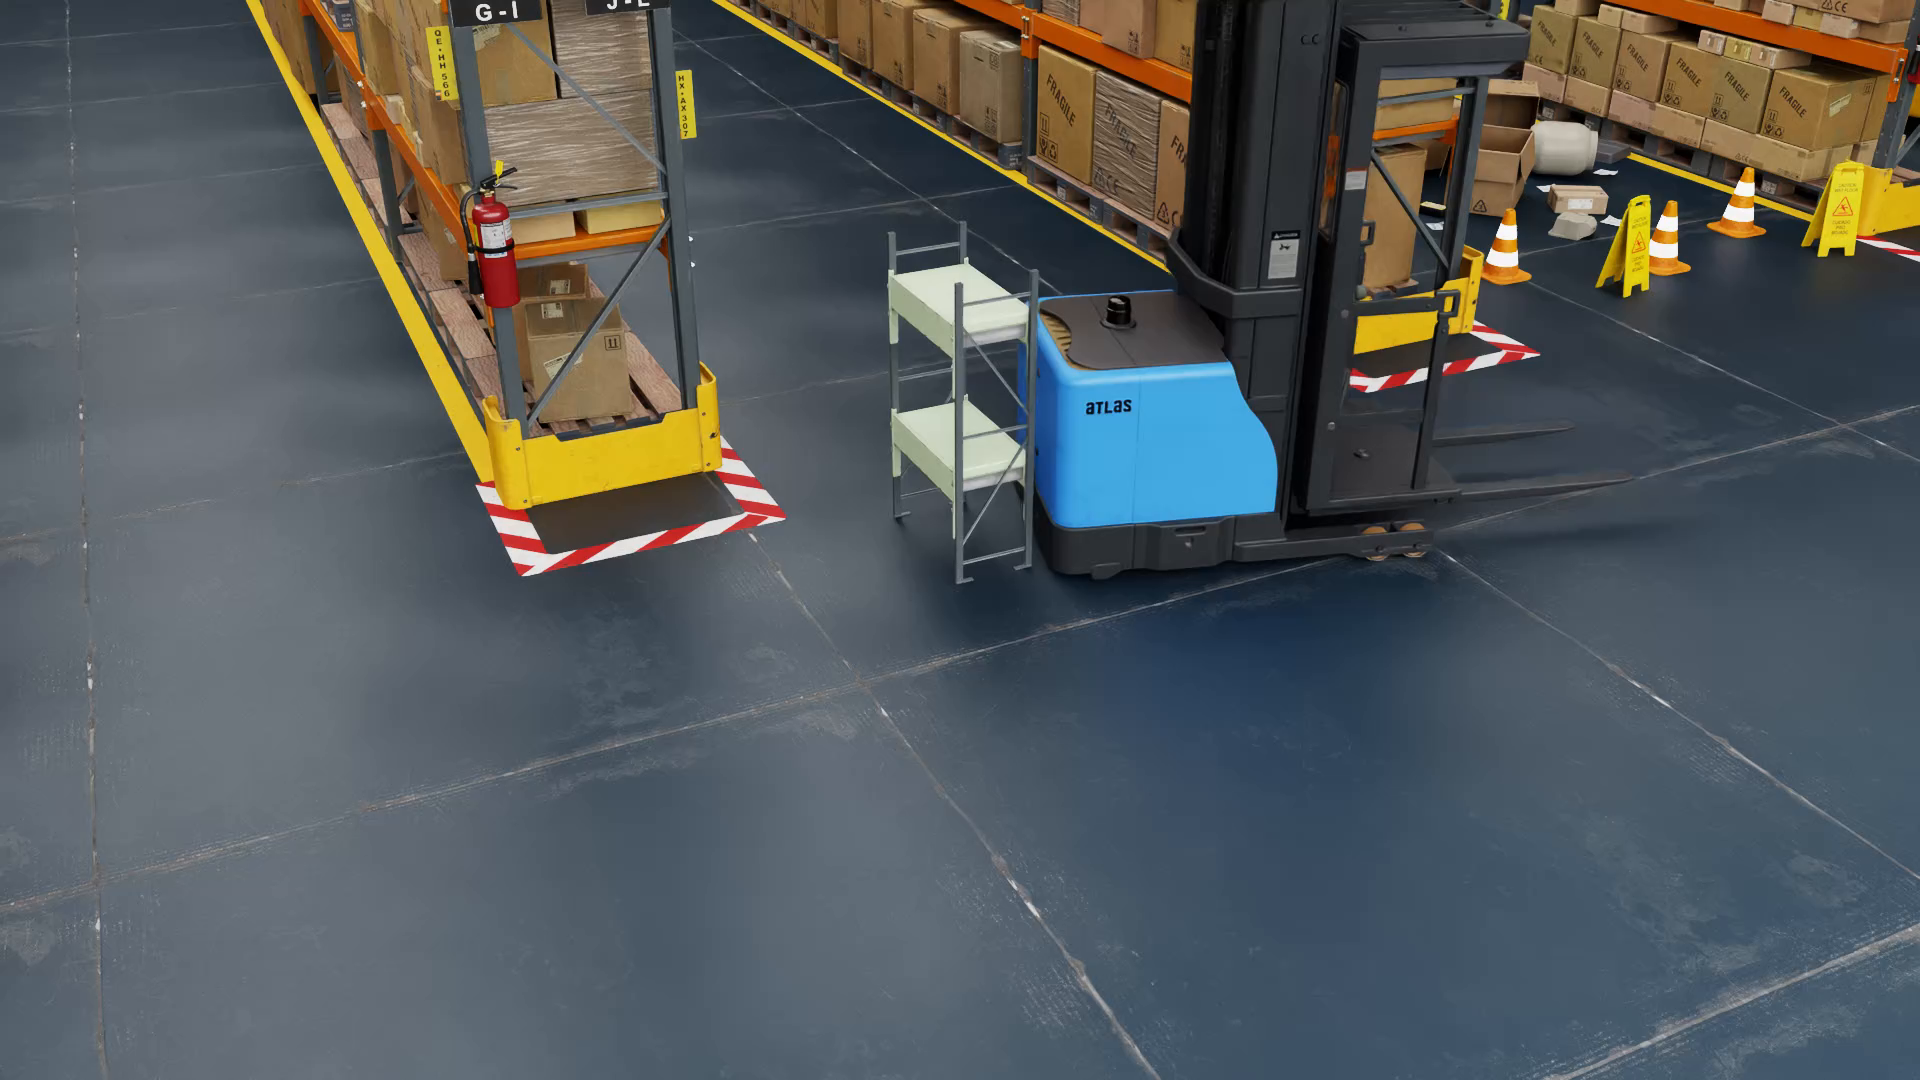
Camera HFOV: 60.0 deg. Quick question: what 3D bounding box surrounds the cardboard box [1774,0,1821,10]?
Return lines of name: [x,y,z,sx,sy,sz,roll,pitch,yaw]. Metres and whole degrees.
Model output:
cardboard box: [6.429,-4.275,12.401,0.500,0.500,0.500,-13,32,-22]

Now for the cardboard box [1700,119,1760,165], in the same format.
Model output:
cardboard box: [6.316,-3.213,13.294,0.500,0.250,0.500,-13,32,-22]

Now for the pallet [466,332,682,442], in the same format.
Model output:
pallet: [-2.178,-0.800,9.462,1.003,0.211,1.213,-13,32,-22]

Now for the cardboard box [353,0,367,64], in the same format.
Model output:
cardboard box: [-3.409,-3.345,10.743,0.875,0.500,0.500,-13,32,-22]

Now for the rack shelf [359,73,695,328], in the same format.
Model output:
rack shelf: [-2.687,-2.187,9.818,1.077,0.370,4.000,-13,32,-22]

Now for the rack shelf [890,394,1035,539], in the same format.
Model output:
rack shelf: [0.003,-0.367,8.037,0.431,0.370,0.720,-13,32,-22]

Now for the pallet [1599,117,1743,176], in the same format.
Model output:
pallet: [6.252,-3.419,14.132,1.003,0.211,1.213,-13,32,-22]

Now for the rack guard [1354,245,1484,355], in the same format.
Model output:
rack guard: [2.705,-1.513,10.437,1.175,0.500,0.348,-13,32,-22]

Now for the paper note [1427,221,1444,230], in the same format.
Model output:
paper note: [3.572,-2.349,12.409,0.144,0.017,0.142,-3,29,-5]

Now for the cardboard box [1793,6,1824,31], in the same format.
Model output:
cardboard box: [6.468,-3.915,12.421,0.380,0.149,0.250,-14,32,-23]

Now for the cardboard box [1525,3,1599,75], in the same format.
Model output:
cardboard box: [5.414,-4.458,14.749,0.500,0.500,0.500,-12,31,-20]

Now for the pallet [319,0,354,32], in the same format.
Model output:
pallet: [-4.376,-4.201,12.871,1.003,0.211,1.213,-13,32,-22]

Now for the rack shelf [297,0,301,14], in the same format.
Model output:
rack shelf: [-6.122,-5.720,16.120,1.077,0.370,4.000,-13,32,-22]

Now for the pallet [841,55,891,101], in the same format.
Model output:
pallet: [-0.470,-4.567,16.179,1.003,0.211,1.213,-13,32,-22]

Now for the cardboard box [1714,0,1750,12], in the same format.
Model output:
cardboard box: [6.155,-4.259,13.035,0.380,0.149,0.250,-13,32,-22]

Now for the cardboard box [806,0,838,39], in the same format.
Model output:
cardboard box: [-1.259,-5.476,17.075,0.500,0.500,0.500,-13,32,-22]

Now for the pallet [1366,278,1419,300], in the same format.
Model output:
pallet: [2.280,-1.734,11.127,1.003,0.211,1.213,-13,32,-22]

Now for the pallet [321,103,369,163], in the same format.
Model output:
pallet: [-4.929,-3.589,14.434,1.003,0.211,1.213,-13,32,-22]

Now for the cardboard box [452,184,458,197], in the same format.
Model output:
cardboard box: [-2.492,-1.914,8.853,0.380,0.149,0.250,-13,32,-22]

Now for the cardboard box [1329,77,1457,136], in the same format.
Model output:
cardboard box: [2.494,-2.833,10.083,0.875,0.550,0.550,-13,32,-22]

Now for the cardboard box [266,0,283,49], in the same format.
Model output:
cardboard box: [-6.303,-5.501,16.736,1.225,0.875,0.875,-14,32,-24]

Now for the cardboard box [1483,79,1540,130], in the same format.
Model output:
cardboard box: [4.635,-3.616,14.185,0.500,0.500,0.500,7,30,13]

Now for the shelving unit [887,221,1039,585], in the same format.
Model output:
shelving unit: [0.003,-0.651,7.878,0.431,1.500,0.755,-13,32,-22]

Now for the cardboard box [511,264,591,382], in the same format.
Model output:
cardboard box: [-2.369,-1.246,9.531,0.500,0.500,0.500,-5,30,-9]

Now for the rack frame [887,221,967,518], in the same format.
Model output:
rack frame: [-0.154,-0.813,8.166,0.400,1.500,0.023,-13,32,-22]

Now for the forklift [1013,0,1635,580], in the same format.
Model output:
forklift: [1.843,-1.425,7.795,3.031,2.935,1.130,-5,30,-9]

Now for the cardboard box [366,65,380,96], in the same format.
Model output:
cardboard box: [-3.630,-3.003,10.795,0.380,0.149,0.250,-13,32,-22]

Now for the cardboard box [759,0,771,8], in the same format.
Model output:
cardboard box: [-1.914,-6.163,18.301,0.500,0.500,0.500,-13,32,-21]

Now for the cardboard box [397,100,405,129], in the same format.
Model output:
cardboard box: [-3.166,-2.569,10.021,0.380,0.149,0.250,-13,32,-22]

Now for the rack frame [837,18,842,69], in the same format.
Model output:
rack frame: [-0.740,-6.148,16.146,1.000,3.000,0.127,-13,32,-22]

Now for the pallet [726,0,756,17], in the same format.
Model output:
pallet: [-2.122,-6.355,19.367,1.003,0.211,1.213,-13,32,-22]

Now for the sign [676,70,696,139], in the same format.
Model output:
sign: [-1.339,-2.108,8.058,0.100,0.325,0.005,-13,32,-22]

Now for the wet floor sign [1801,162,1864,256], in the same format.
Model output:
wet floor sign: [6.237,-2.362,11.803,0.267,0.644,0.232,-3,29,-5]

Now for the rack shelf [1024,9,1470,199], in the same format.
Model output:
rack shelf: [1.836,-3.183,11.596,1.077,0.370,4.000,-13,32,-22]

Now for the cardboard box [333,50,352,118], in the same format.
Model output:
cardboard box: [-4.957,-3.961,14.352,0.700,0.500,0.500,-15,33,-25]

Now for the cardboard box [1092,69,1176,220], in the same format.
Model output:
cardboard box: [1.574,-2.947,12.182,0.875,0.875,0.875,-13,32,-22]

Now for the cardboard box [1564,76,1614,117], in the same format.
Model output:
cardboard box: [5.653,-3.898,14.516,0.500,0.250,0.500,-11,31,-19]

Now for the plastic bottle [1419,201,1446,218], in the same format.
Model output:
plastic bottle: [3.588,-2.533,12.705,0.283,0.061,0.133,26,38,38]

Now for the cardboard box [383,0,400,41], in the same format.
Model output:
cardboard box: [-2.928,-3.081,9.249,0.500,0.500,0.500,-13,32,-22]

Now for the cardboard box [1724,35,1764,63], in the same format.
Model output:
cardboard box: [6.219,-3.850,13.002,0.380,0.149,0.250,-13,32,-21]

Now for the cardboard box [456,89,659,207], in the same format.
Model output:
cardboard box: [-2.040,-2.039,8.413,0.875,0.500,0.500,-13,32,-22]

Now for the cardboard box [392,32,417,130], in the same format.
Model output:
cardboard box: [-2.743,-2.688,9.570,0.875,0.500,0.500,-13,32,-22]

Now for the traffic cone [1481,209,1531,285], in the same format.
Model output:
traffic cone: [3.749,-2.040,11.415,0.336,0.463,0.334,-13,32,-22]

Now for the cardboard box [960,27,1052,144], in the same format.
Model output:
cardboard box: [0.629,-3.838,13.898,1.050,0.750,0.750,-13,32,-22]

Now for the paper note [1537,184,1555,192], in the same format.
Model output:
paper note: [4.689,-2.804,13.231,0.148,0.019,0.142,-3,29,-5]

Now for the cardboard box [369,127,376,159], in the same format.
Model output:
cardboard box: [-4.218,-3.223,13.036,0.700,0.500,0.500,-16,33,-26]

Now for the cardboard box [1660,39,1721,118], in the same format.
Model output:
cardboard box: [6.105,-3.762,13.507,0.500,0.500,0.500,-14,32,-23]

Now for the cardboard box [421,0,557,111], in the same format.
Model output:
cardboard box: [-2.288,-2.417,8.065,0.500,0.500,0.500,-13,32,-22]

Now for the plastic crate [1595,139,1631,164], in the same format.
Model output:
plastic crate: [5.338,-3.325,14.099,0.583,0.080,0.402,26,38,38]

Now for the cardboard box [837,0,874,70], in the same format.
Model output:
cardboard box: [-0.560,-5.062,16.080,1.050,0.750,0.750,-14,32,-23]

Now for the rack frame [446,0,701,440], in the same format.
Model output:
rack frame: [-1.829,-1.617,8.066,1.000,3.000,0.127,-13,32,-22]

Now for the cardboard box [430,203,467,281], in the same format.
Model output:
cardboard box: [-3.158,-2.040,10.948,0.500,0.500,0.500,-3,29,-6]

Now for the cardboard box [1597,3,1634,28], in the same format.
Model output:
cardboard box: [5.636,-4.447,14.065,0.380,0.149,0.250,-12,31,-20]

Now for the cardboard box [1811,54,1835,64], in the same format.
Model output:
cardboard box: [6.786,-3.663,13.331,0.500,0.500,0.500,-14,32,-24]

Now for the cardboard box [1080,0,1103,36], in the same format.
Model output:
cardboard box: [1.403,-4.047,12.248,0.875,0.550,0.550,-13,32,-22]
